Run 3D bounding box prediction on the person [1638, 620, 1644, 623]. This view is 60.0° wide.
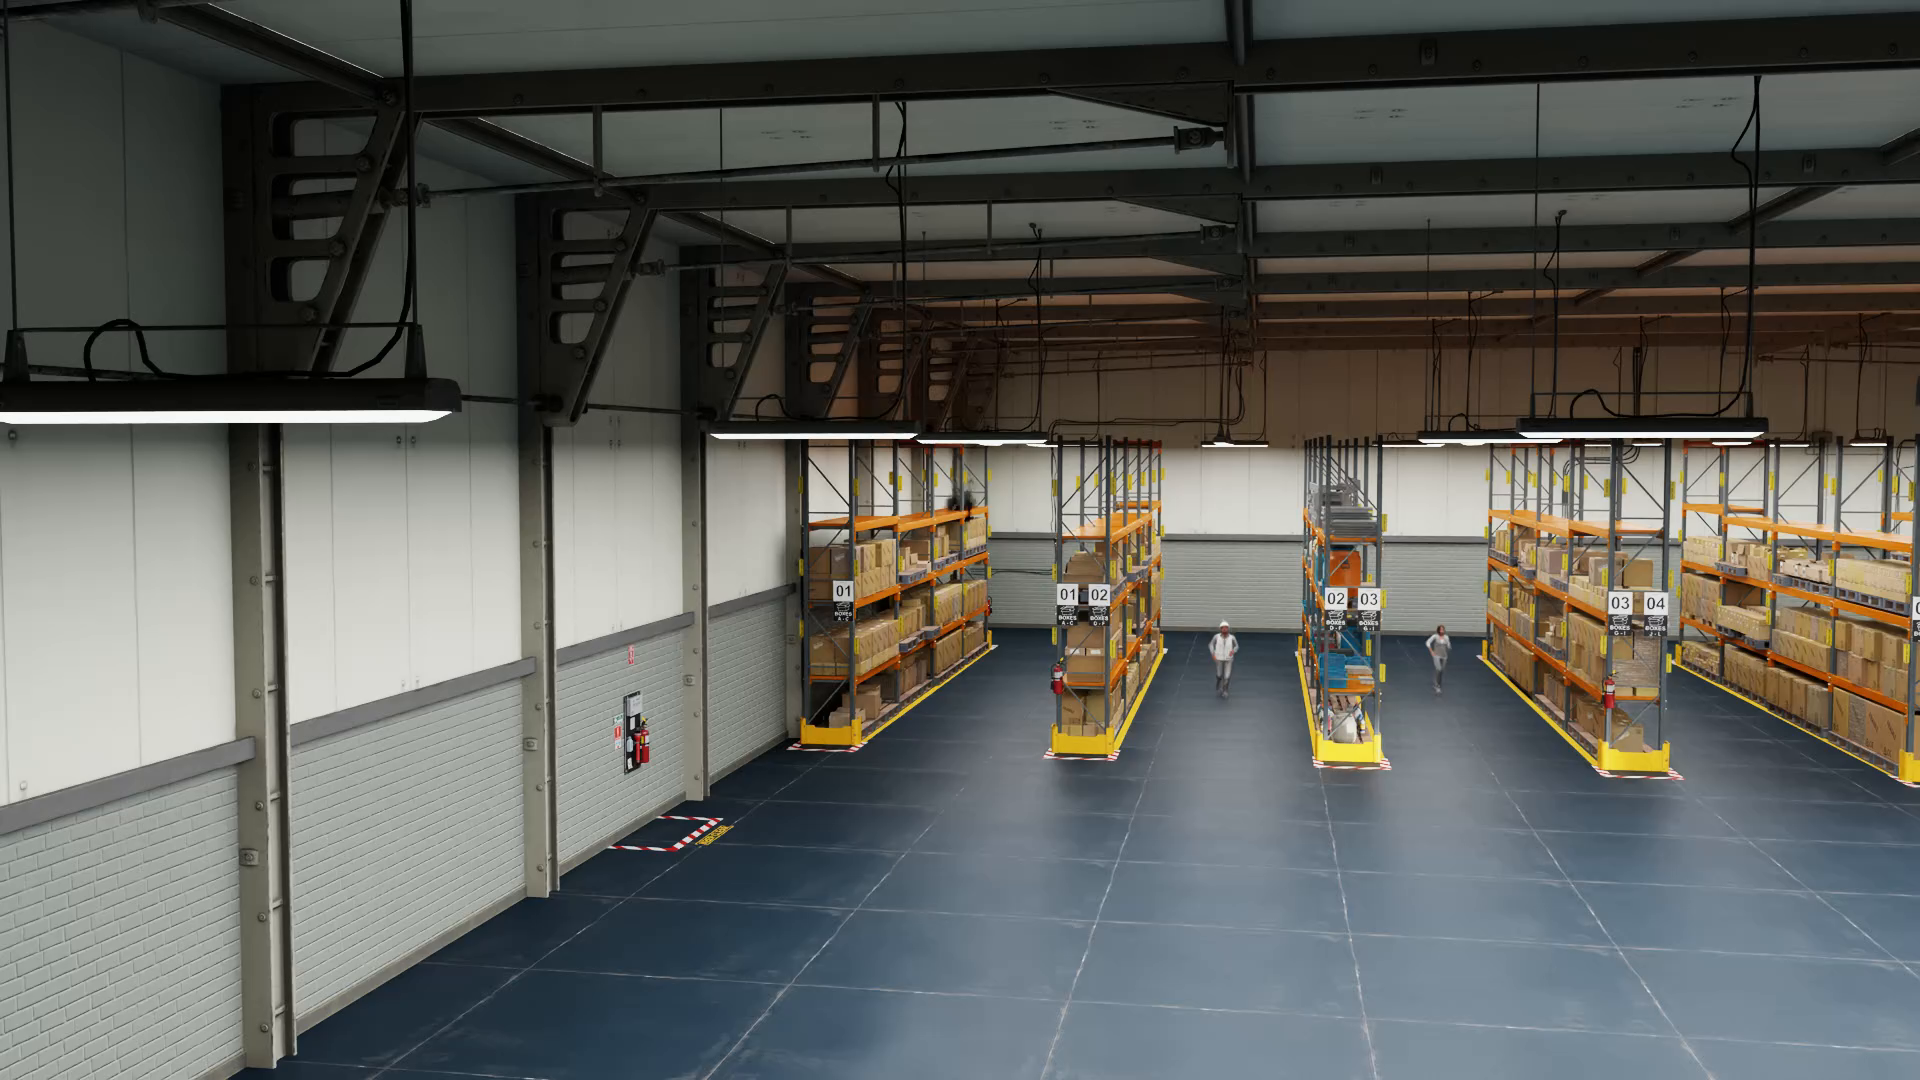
[{"bbox_3d":[17.996,2.443,44.855,0.561,1.702,0.682,-2,4,-35],"label":"person"}]

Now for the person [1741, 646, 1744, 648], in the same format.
[{"bbox_3d":[21.661,2.359,46.002,0.763,1.812,0.689,-1,3,-12],"label":"person"}]

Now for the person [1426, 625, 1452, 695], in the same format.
[{"bbox_3d":[11.287,2.812,39.121,0.519,1.644,0.722,0,3,-5],"label":"person"}]

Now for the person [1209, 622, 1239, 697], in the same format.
[{"bbox_3d":[6.140,2.772,38.655,0.688,1.739,0.593,0,3,8],"label":"person"}]
